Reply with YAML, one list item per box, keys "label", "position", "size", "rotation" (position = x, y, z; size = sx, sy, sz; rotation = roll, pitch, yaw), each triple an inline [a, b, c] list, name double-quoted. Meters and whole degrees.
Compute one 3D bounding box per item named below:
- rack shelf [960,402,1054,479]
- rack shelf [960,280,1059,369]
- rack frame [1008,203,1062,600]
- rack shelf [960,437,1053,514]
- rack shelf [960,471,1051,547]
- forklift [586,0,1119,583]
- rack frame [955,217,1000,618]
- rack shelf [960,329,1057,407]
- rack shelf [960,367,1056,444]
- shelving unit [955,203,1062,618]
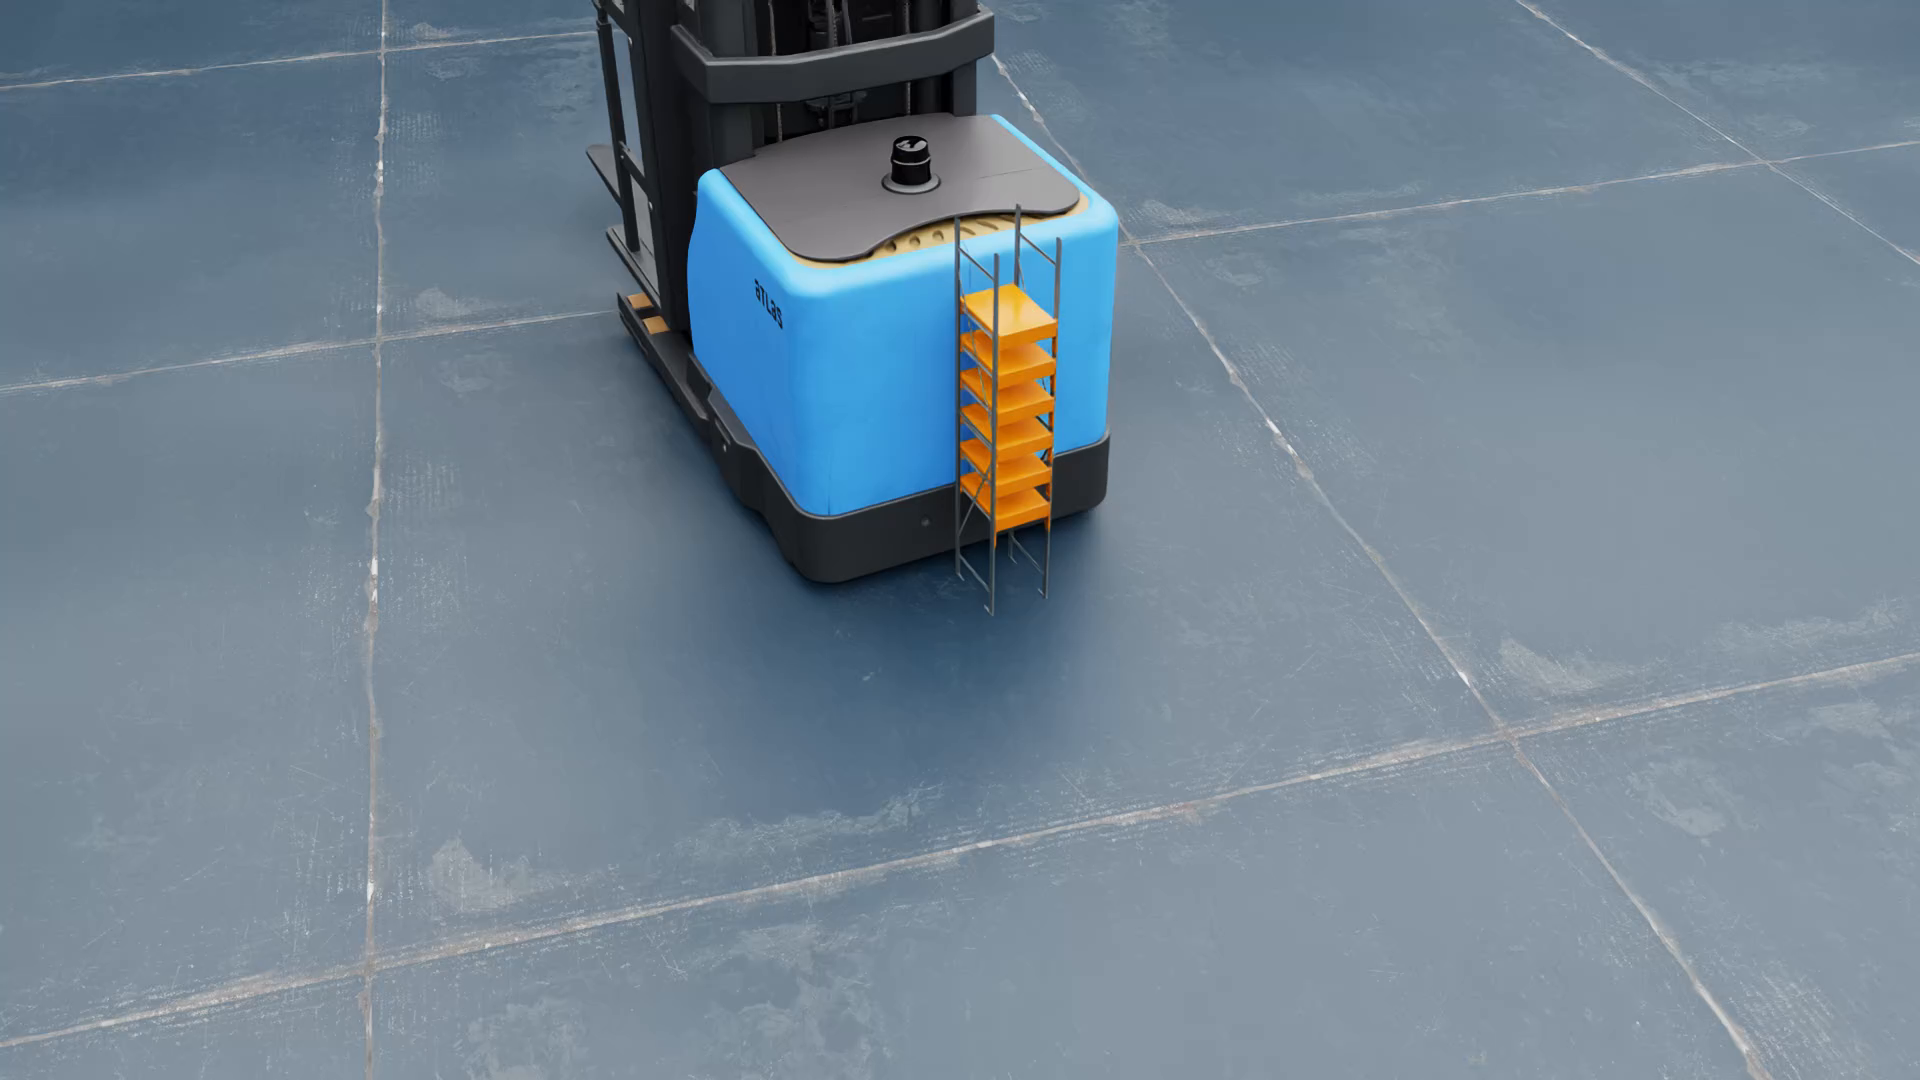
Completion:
- label: "rack shelf"
  position: [0.125, -0.301, 4.730]
  size: [0.180, 0.103, 0.258]
  rotation: [-17, 41, -21]
- label: "rack shelf"
  position: [0.125, -0.587, 4.511]
  size: [0.180, 0.103, 0.258]
  rotation: [-17, 41, -21]
- label: "rack frame"
  position: [0.206, -0.362, 4.736]
  size: [0.006, 1.200, 0.240]
  rotation: [-17, 41, -21]
- label: "rack shelf"
  position: [0.125, -0.206, 4.802]
  size: [0.180, 0.103, 0.258]
  rotation: [-17, 41, -21]
- label: "rack shelf"
  position: [0.125, -0.111, 4.875]
  size: [0.180, 0.103, 0.258]
  rotation: [-17, 41, -21]
- label: "forklift"
  position: [-0.626, -1.923, 5.352]
  size: [1.130, 2.935, 3.031]
  rotation: [-16, 40, -20]
- label: "rack frame"
  position: [0.044, -0.311, 4.669]
  size: [0.006, 1.200, 0.240]
  rotation: [-17, 41, -21]
- label: "rack shelf"
  position: [0.125, -0.492, 4.584]
  size: [0.180, 0.103, 0.258]
  rotation: [-17, 41, -21]
- label: "rack shelf"
  position: [0.125, -0.397, 4.657]
  size: [0.180, 0.103, 0.258]
  rotation: [-17, 41, -21]
- label: "shelving unit"
  position: [0.125, -0.337, 4.703]
  size: [0.189, 1.200, 0.258]
  rotation: [-17, 41, -21]
